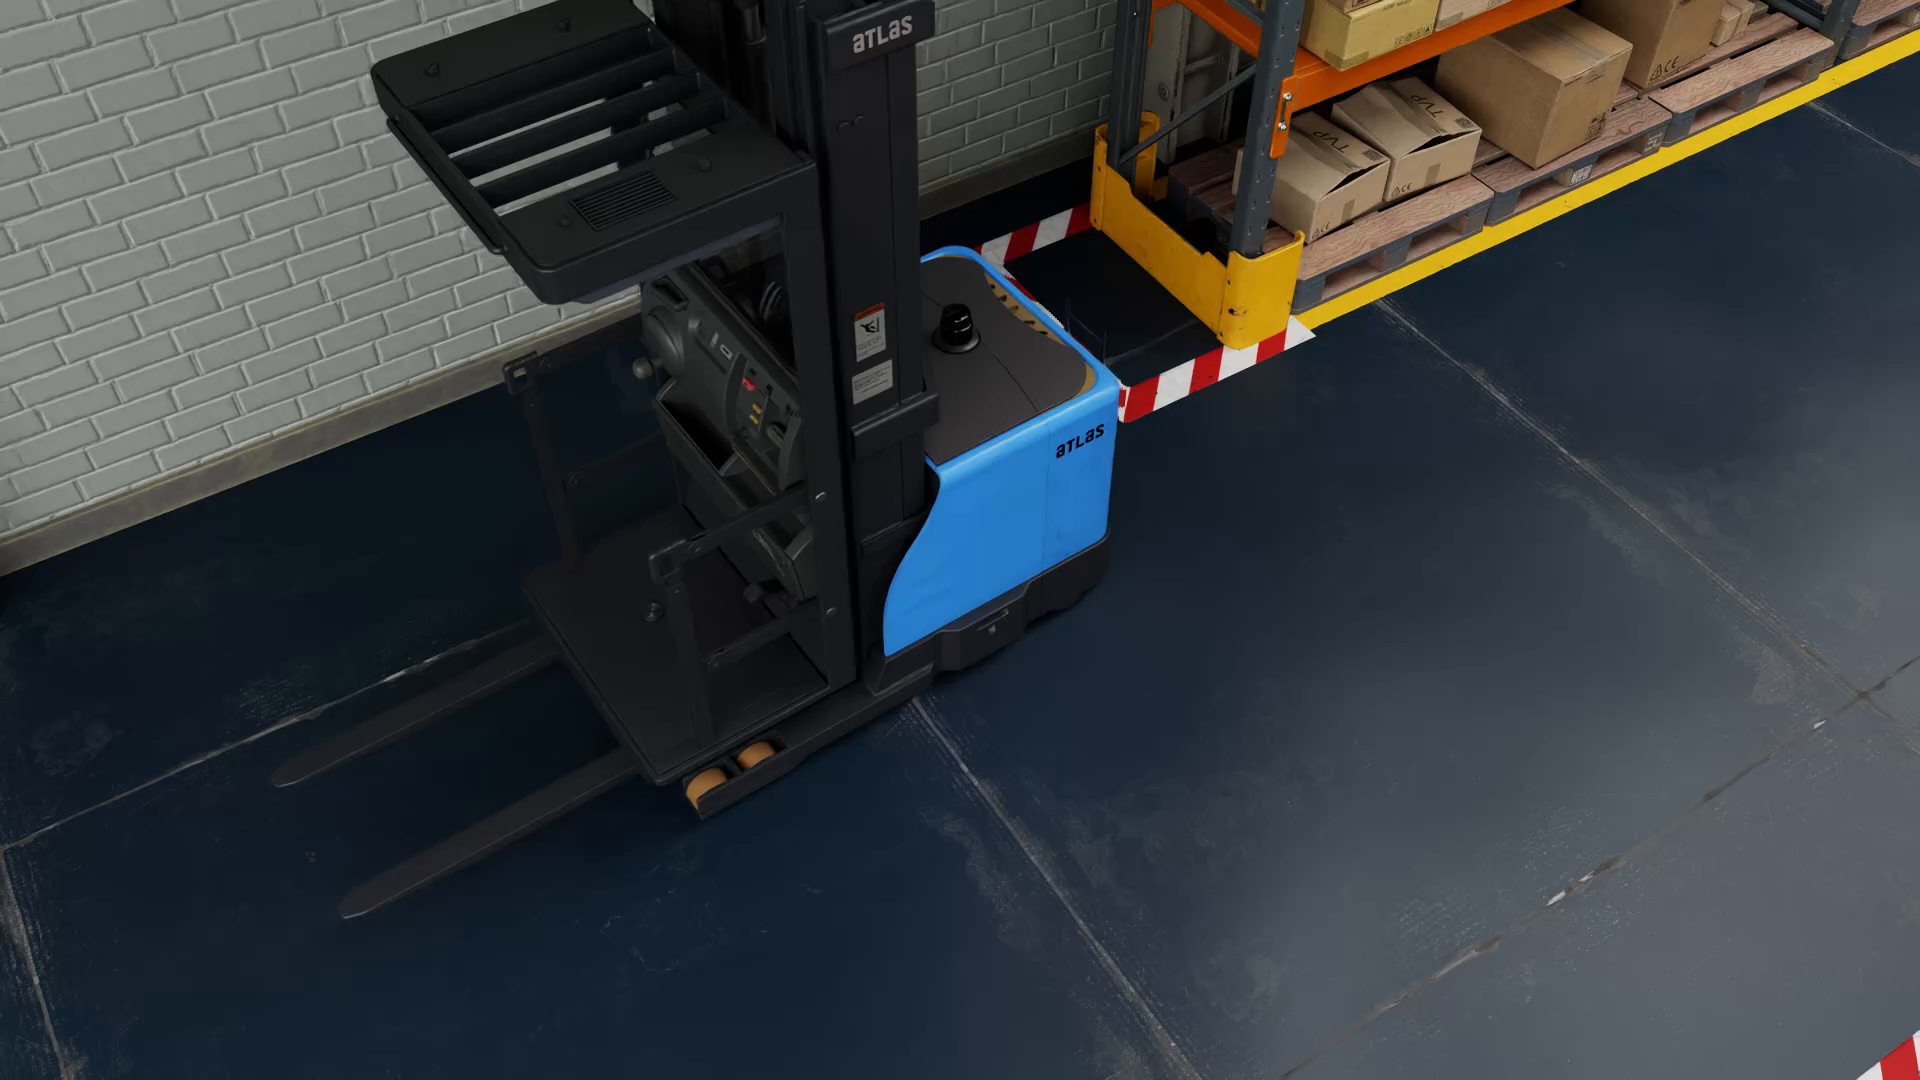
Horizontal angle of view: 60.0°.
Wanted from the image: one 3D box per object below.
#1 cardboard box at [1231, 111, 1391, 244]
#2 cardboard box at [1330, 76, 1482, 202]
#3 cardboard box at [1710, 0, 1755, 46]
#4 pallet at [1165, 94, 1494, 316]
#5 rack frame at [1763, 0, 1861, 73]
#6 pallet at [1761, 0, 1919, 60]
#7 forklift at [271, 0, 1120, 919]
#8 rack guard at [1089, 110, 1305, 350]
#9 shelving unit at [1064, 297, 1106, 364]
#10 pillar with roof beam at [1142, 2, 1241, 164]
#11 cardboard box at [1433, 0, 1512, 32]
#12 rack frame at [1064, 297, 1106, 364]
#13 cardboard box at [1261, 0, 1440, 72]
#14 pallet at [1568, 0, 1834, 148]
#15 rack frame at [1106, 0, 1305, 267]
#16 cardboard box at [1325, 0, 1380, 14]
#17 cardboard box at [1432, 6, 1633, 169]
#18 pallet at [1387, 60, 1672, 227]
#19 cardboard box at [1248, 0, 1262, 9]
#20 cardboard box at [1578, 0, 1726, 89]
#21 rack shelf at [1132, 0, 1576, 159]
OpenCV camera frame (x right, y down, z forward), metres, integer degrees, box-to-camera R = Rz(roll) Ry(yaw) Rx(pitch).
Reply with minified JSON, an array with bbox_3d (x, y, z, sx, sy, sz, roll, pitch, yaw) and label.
[{"bbox_3d":[1.629,-1.711,7.716,0.500,0.311,0.500,-31,55,-25],"label":"cardboard box"},{"bbox_3d":[2.111,-1.938,7.919,0.500,0.311,0.500,-21,52,-18],"label":"cardboard box"},{"bbox_3d":[3.942,-2.806,8.788,0.250,0.166,0.380,-32,56,-25],"label":"cardboard box"},{"bbox_3d":[1.766,-1.644,8.018,1.213,0.211,1.003,-25,53,-21],"label":"pallet"},{"bbox_3d":[4.379,-3.834,8.101,0.127,3.000,1.000,-25,53,-21],"label":"rack frame"},{"bbox_3d":[5.036,-3.218,9.419,1.213,0.211,1.003,-25,53,-21],"label":"pallet"},{"bbox_3d":[-0.926,-0.469,5.150,3.031,2.935,1.130,-28,54,-23],"label":"forklift"},{"bbox_3d":[1.060,-1.439,7.642,0.348,0.500,1.175,-25,53,-21],"label":"rack guard"},{"bbox_3d":[0.389,-0.504,6.542,0.210,0.900,0.258,-28,54,-23],"label":"shelving unit"},{"bbox_3d":[3.423,-2.341,2.755,0.400,9.000,9.100,-25,53,-21],"label":"pillar with roof beam"},{"bbox_3d":[2.009,-2.407,6.917,0.500,0.250,0.500,-27,54,-22],"label":"cardboard box"},{"bbox_3d":[0.472,-0.548,6.580,0.006,0.900,0.240,-28,54,-23],"label":"rack frame"},{"bbox_3d":[1.578,-2.191,6.725,0.500,0.250,0.500,-27,54,-22],"label":"cardboard box"},{"bbox_3d":[3.829,-2.617,8.884,1.213,0.211,1.003,-25,53,-21],"label":"pallet"},{"bbox_3d":[0.996,-2.240,6.682,0.127,3.000,1.000,-25,53,-21],"label":"rack frame"},{"bbox_3d":[1.560,-2.447,6.450,0.500,0.500,0.500,-25,53,-21],"label":"cardboard box"},{"bbox_3d":[2.758,-2.262,8.080,0.500,0.500,0.700,-28,54,-23],"label":"cardboard box"},{"bbox_3d":[2.796,-2.127,8.448,1.213,0.211,1.003,-25,53,-21],"label":"pallet"},{"bbox_3d":[1.287,-2.505,7.005,0.500,0.250,0.500,-25,53,-20],"label":"cardboard box"},{"bbox_3d":[3.522,-2.710,8.479,0.500,0.500,0.500,-29,54,-23],"label":"cardboard box"},{"bbox_3d":[2.687,-2.798,7.660,4.000,0.370,1.077,-25,53,-21],"label":"rack shelf"}]
